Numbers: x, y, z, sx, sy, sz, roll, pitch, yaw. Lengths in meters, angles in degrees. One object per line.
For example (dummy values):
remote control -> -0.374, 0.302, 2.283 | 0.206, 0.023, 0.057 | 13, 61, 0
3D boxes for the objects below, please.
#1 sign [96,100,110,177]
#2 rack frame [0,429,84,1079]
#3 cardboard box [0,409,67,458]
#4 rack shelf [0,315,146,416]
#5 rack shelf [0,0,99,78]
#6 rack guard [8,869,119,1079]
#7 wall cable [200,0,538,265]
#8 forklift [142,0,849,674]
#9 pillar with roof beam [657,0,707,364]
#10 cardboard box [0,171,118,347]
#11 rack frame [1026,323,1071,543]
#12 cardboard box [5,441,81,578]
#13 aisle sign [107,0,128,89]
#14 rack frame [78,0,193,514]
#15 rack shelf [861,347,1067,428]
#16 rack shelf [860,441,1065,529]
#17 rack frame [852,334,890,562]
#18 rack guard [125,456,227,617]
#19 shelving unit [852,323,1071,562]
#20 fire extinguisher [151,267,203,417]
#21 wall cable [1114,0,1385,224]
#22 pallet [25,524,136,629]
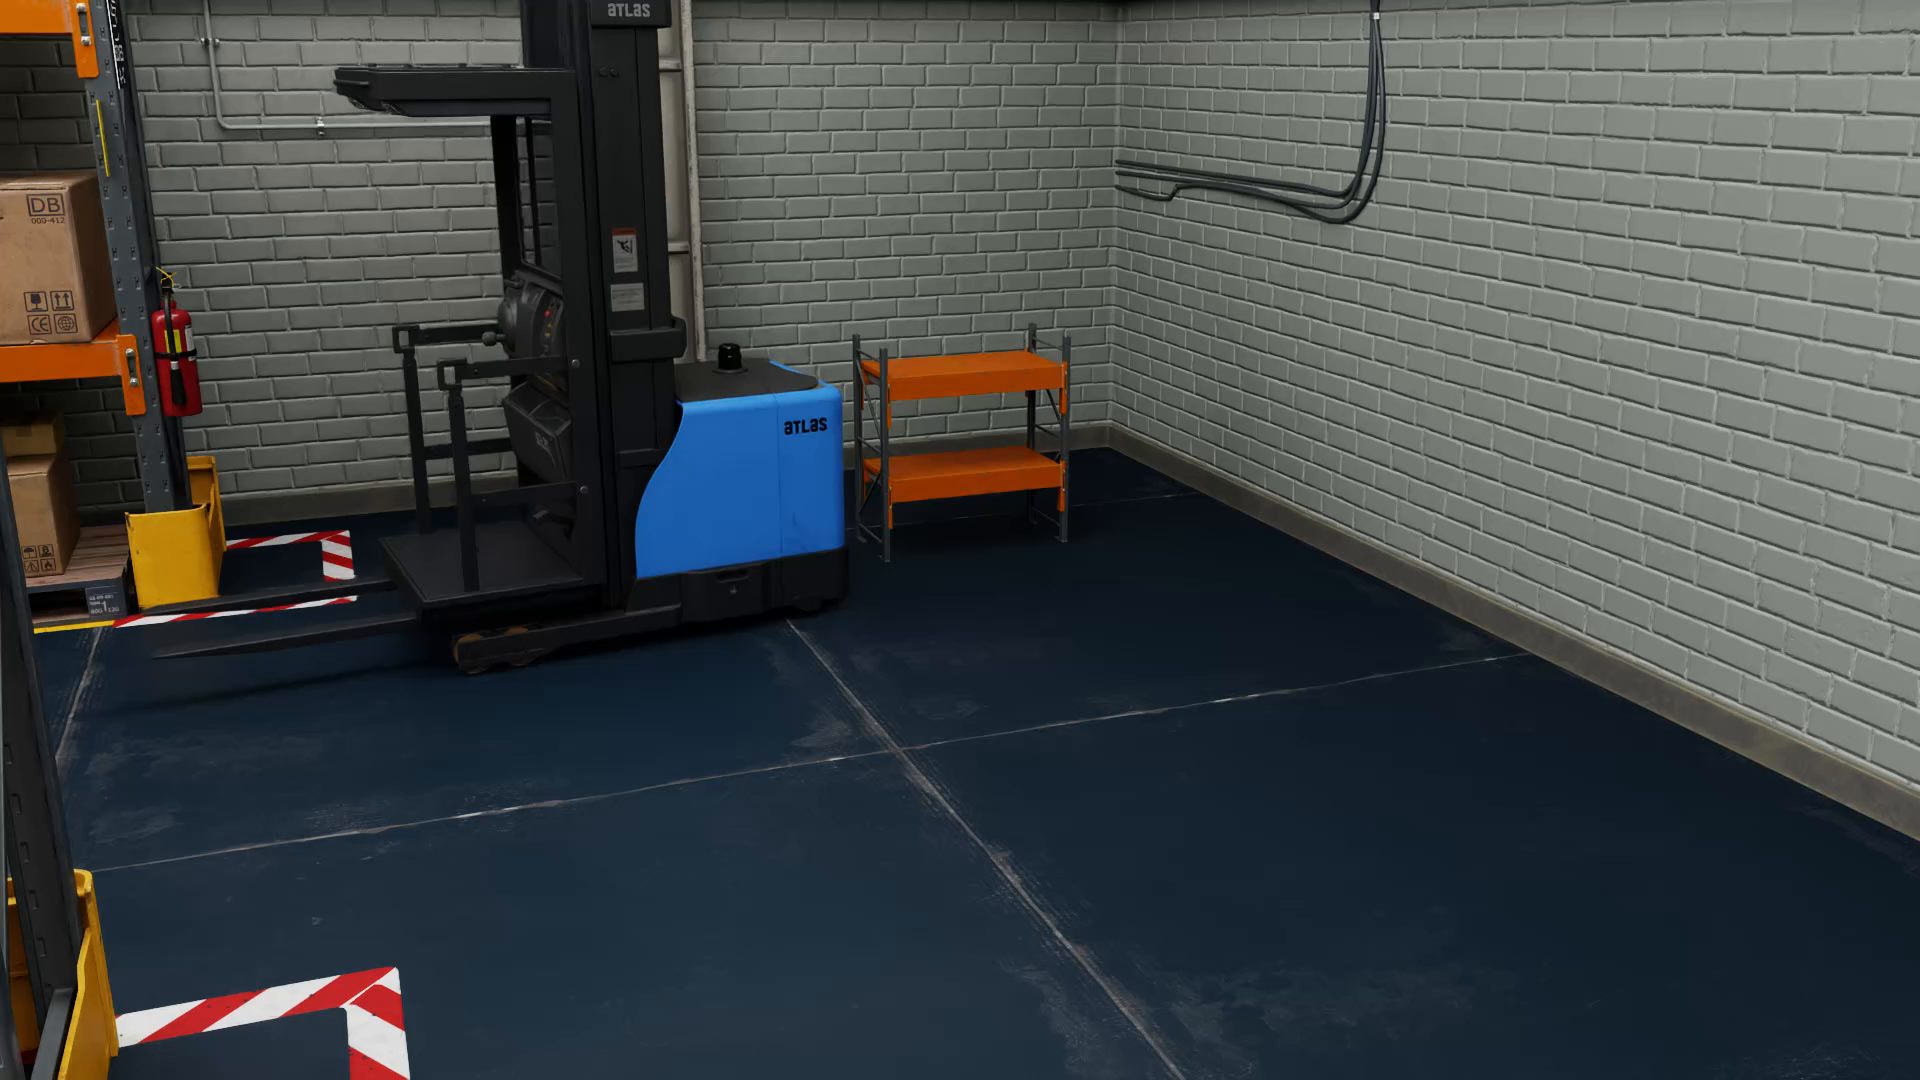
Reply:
sign -> -3.763, -1.764, 7.305 | 0.005, 0.325, 0.100 | -6, 17, -20
rack frame -> -2.168, 0.064, 3.555 | 0.127, 3.000, 1.000 | -6, 17, -20
cardboard box -> -4.517, -0.520, 8.086 | 0.250, 0.149, 0.380 | -6, 17, -20
rack shelf -> -5.811, -0.692, 7.407 | 4.000, 0.370, 1.077 | -6, 17, -20
rack shelf -> -5.811, -2.131, 6.984 | 4.000, 0.370, 1.077 | -6, 17, -20
rack guard -> -2.239, 1.271, 3.881 | 0.348, 0.500, 1.175 | -6, 17, -20
wall cable -> -3.087, -2.104, 9.136 | 1.851, 1.984, 0.084 | -6, 17, -20
forklift -> -2.078, -1.002, 7.310 | 3.031, 2.935, 1.130 | -9, 18, -27
pillar with roof beam -> -0.192, -3.484, 4.992 | 0.400, 9.000, 9.100 | -6, 17, -20
cardboard box -> -4.417, -1.328, 7.766 | 0.700, 0.700, 0.980 | -5, 17, -18
rack frame -> 0.481, -0.592, 9.117 | 0.032, 1.125, 0.500 | -6, 17, -20
cardboard box -> -4.562, -0.144, 7.955 | 0.500, 0.500, 0.700 | -6, 17, -20
aisle sign -> -3.769, -2.414, 7.382 | 0.004, 0.787, 0.394 | -6, 17, -20
rack frame -> -3.944, -1.239, 7.992 | 0.127, 3.000, 1.000 | -6, 17, -20
rack shelf -> 0.006, -0.821, 8.860 | 1.000, 0.278, 0.538 | -6, 17, -20
rack shelf -> 0.006, -0.306, 9.011 | 1.000, 0.278, 0.538 | -6, 17, -20
rack frame -> -0.468, -0.489, 8.768 | 0.032, 1.125, 0.500 | -6, 17, -20
rack guard -> -3.921, -0.042, 8.352 | 0.348, 0.500, 1.175 | -6, 17, -20
shelving unit -> 0.006, -0.540, 8.942 | 1.048, 1.125, 0.538 | -6, 17, -20
fire extinguisher -> -3.638, -0.916, 7.694 | 0.183, 0.674, 0.296 | -6, 17, -20
wall cable -> 1.465, -3.103, 9.206 | 0.112, 2.526, 3.097 | -6, 17, -20
pallet -> -4.662, 0.201, 8.040 | 1.213, 0.211, 1.003 | -6, 17, -20
